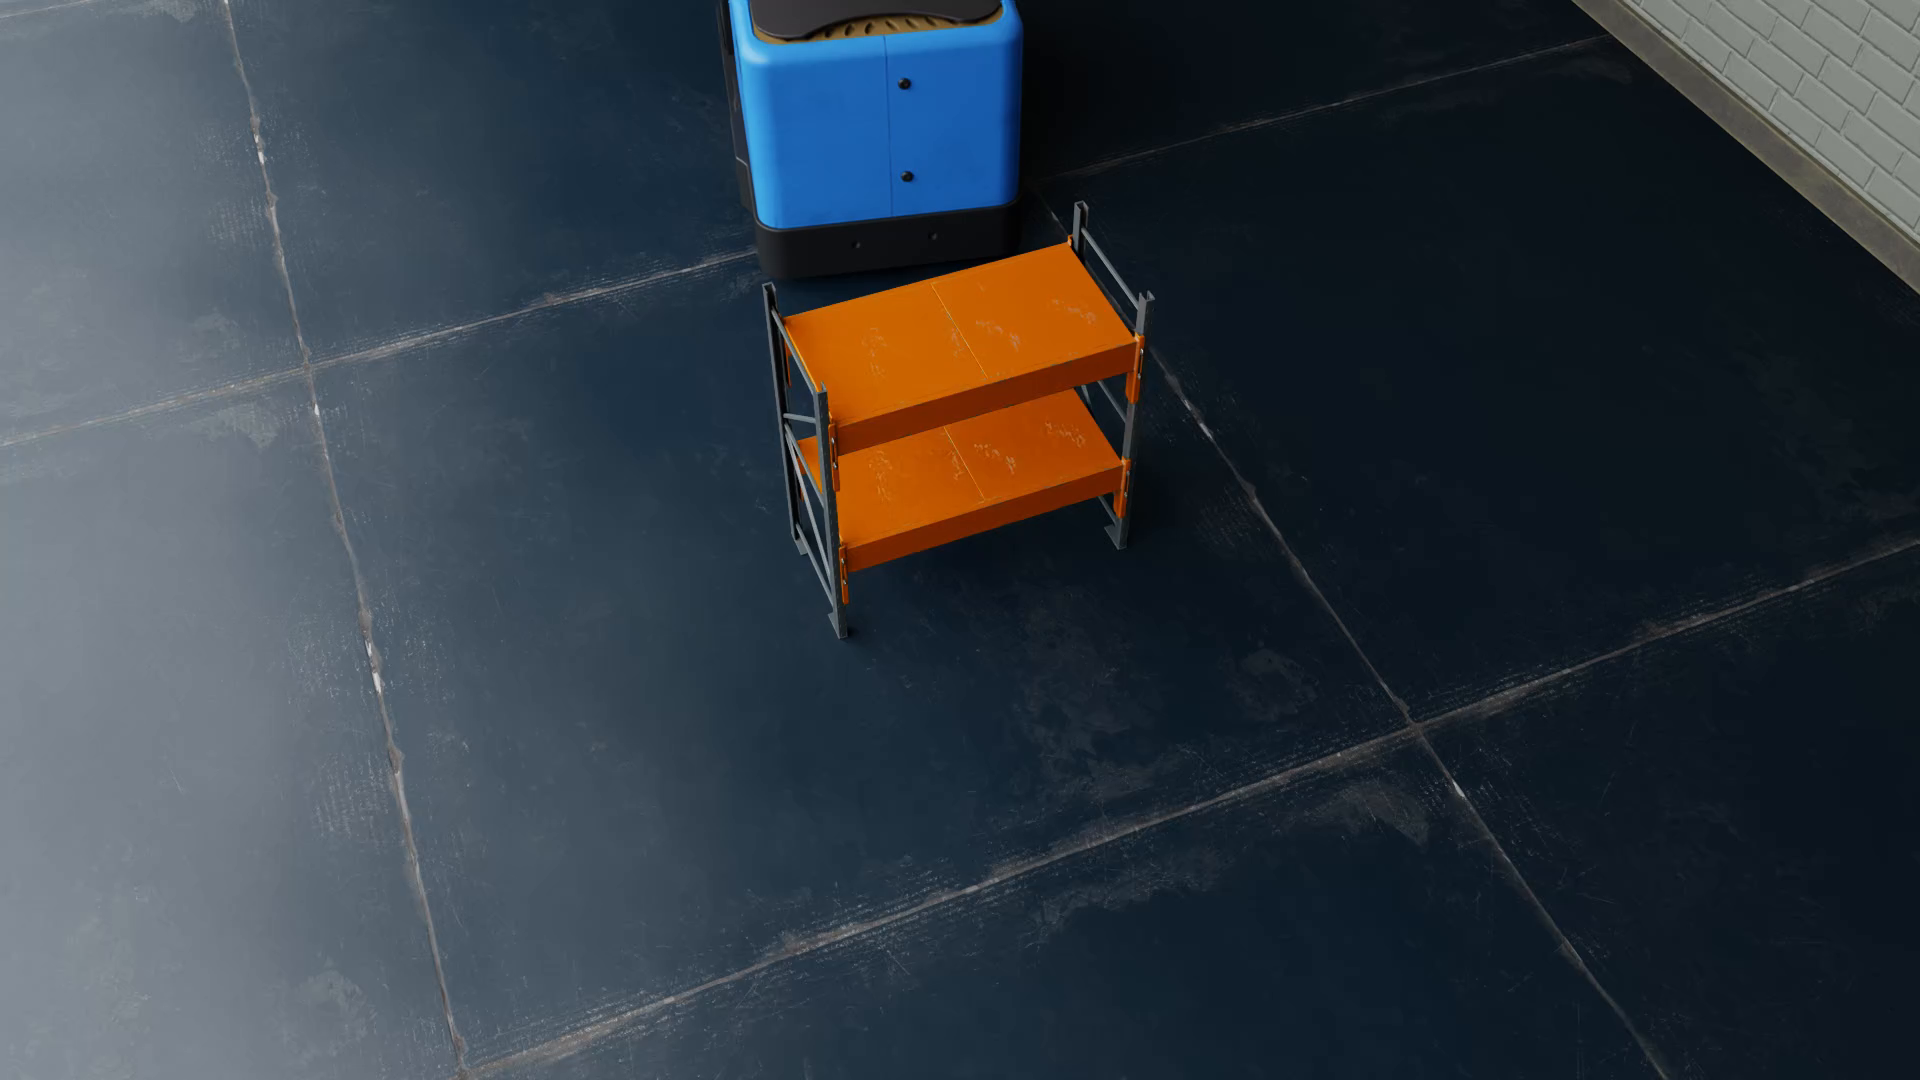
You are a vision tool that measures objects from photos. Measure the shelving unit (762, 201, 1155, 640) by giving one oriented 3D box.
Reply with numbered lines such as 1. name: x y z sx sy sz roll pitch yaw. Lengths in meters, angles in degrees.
1. shelving unit: -0.006 -0.365 5.322 1.048 1.125 0.538 -17 52 -14

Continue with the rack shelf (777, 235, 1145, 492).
1. rack shelf: -0.006 -0.555 5.100 1.000 0.278 0.538 -17 52 -14

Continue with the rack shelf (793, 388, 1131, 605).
1. rack shelf: -0.006 -0.205 5.507 1.000 0.278 0.538 -17 52 -14

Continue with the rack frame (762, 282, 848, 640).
1. rack frame: -0.477 -0.219 5.196 0.032 1.125 0.500 -17 52 -14

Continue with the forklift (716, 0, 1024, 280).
1. forklift: -0.514 -3.118 6.496 1.130 2.935 3.031 -7 50 -6

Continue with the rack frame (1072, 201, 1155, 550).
1. rack frame: 0.464 -0.510 5.447 0.032 1.125 0.500 -17 52 -14
